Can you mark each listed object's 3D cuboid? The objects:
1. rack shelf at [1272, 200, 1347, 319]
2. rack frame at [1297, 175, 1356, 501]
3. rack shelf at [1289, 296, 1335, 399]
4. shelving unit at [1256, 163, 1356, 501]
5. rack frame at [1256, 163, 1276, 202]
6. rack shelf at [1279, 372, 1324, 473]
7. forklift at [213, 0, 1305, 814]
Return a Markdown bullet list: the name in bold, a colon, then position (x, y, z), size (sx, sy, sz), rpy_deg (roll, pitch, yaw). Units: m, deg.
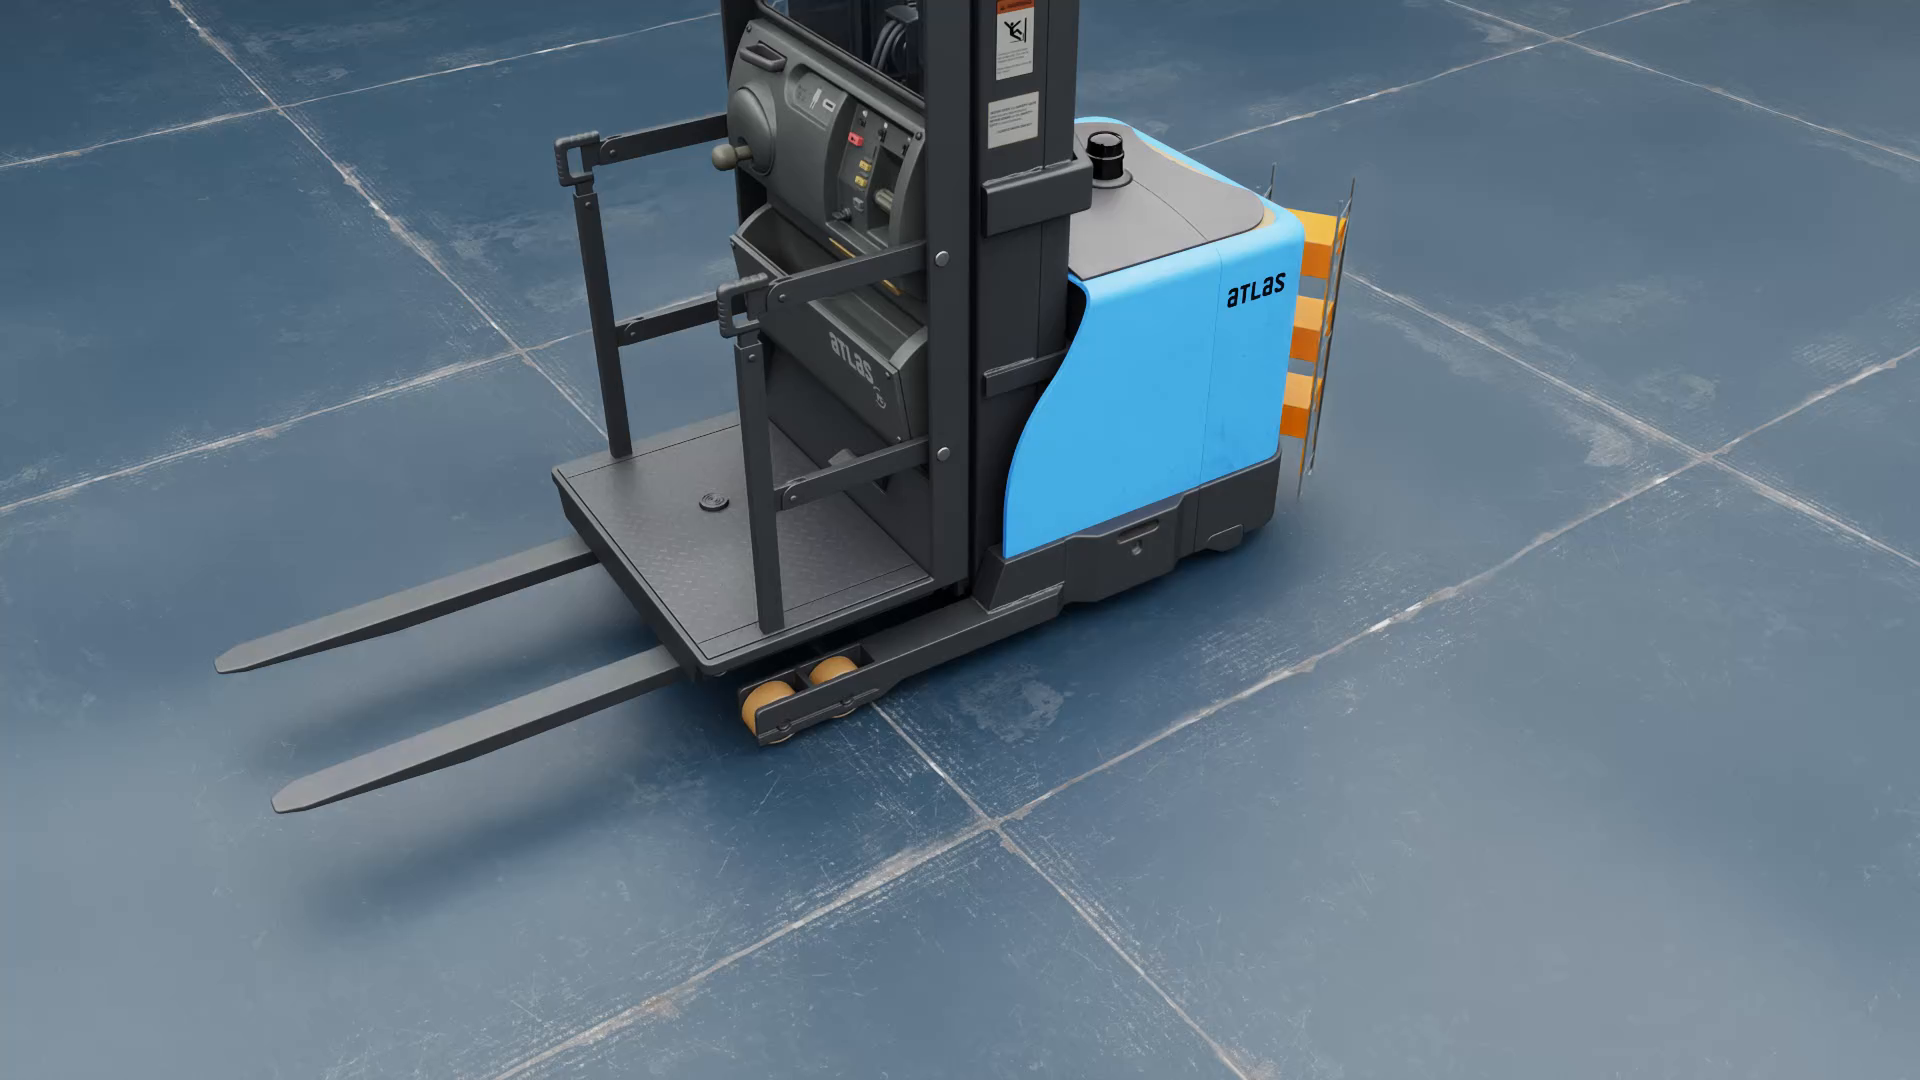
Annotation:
- **rack shelf**: position (1.029, -0.858, 5.076), size (0.240, 0.259, 0.215), rpy_deg (14, 38, 18)
- **rack frame**: position (1.141, -0.608, 5.196), size (0.008, 1.050, 0.200), rpy_deg (14, 38, 18)
- **rack shelf**: position (1.029, -0.627, 5.241), size (0.240, 0.259, 0.215), rpy_deg (14, 38, 18)
- **shelving unit**: position (1.029, -0.636, 5.235), size (0.252, 1.050, 0.215), rpy_deg (14, 38, 18)
- **rack frame**: position (0.916, -0.664, 5.274), size (0.008, 1.050, 0.200), rpy_deg (14, 38, 18)
- **rack shelf**: position (1.029, -0.402, 5.404), size (0.240, 0.259, 0.215), rpy_deg (14, 38, 18)
- **forklift**: position (-0.529, -0.995, 4.123), size (3.031, 2.935, 1.130), rpy_deg (-20, 40, -26)
